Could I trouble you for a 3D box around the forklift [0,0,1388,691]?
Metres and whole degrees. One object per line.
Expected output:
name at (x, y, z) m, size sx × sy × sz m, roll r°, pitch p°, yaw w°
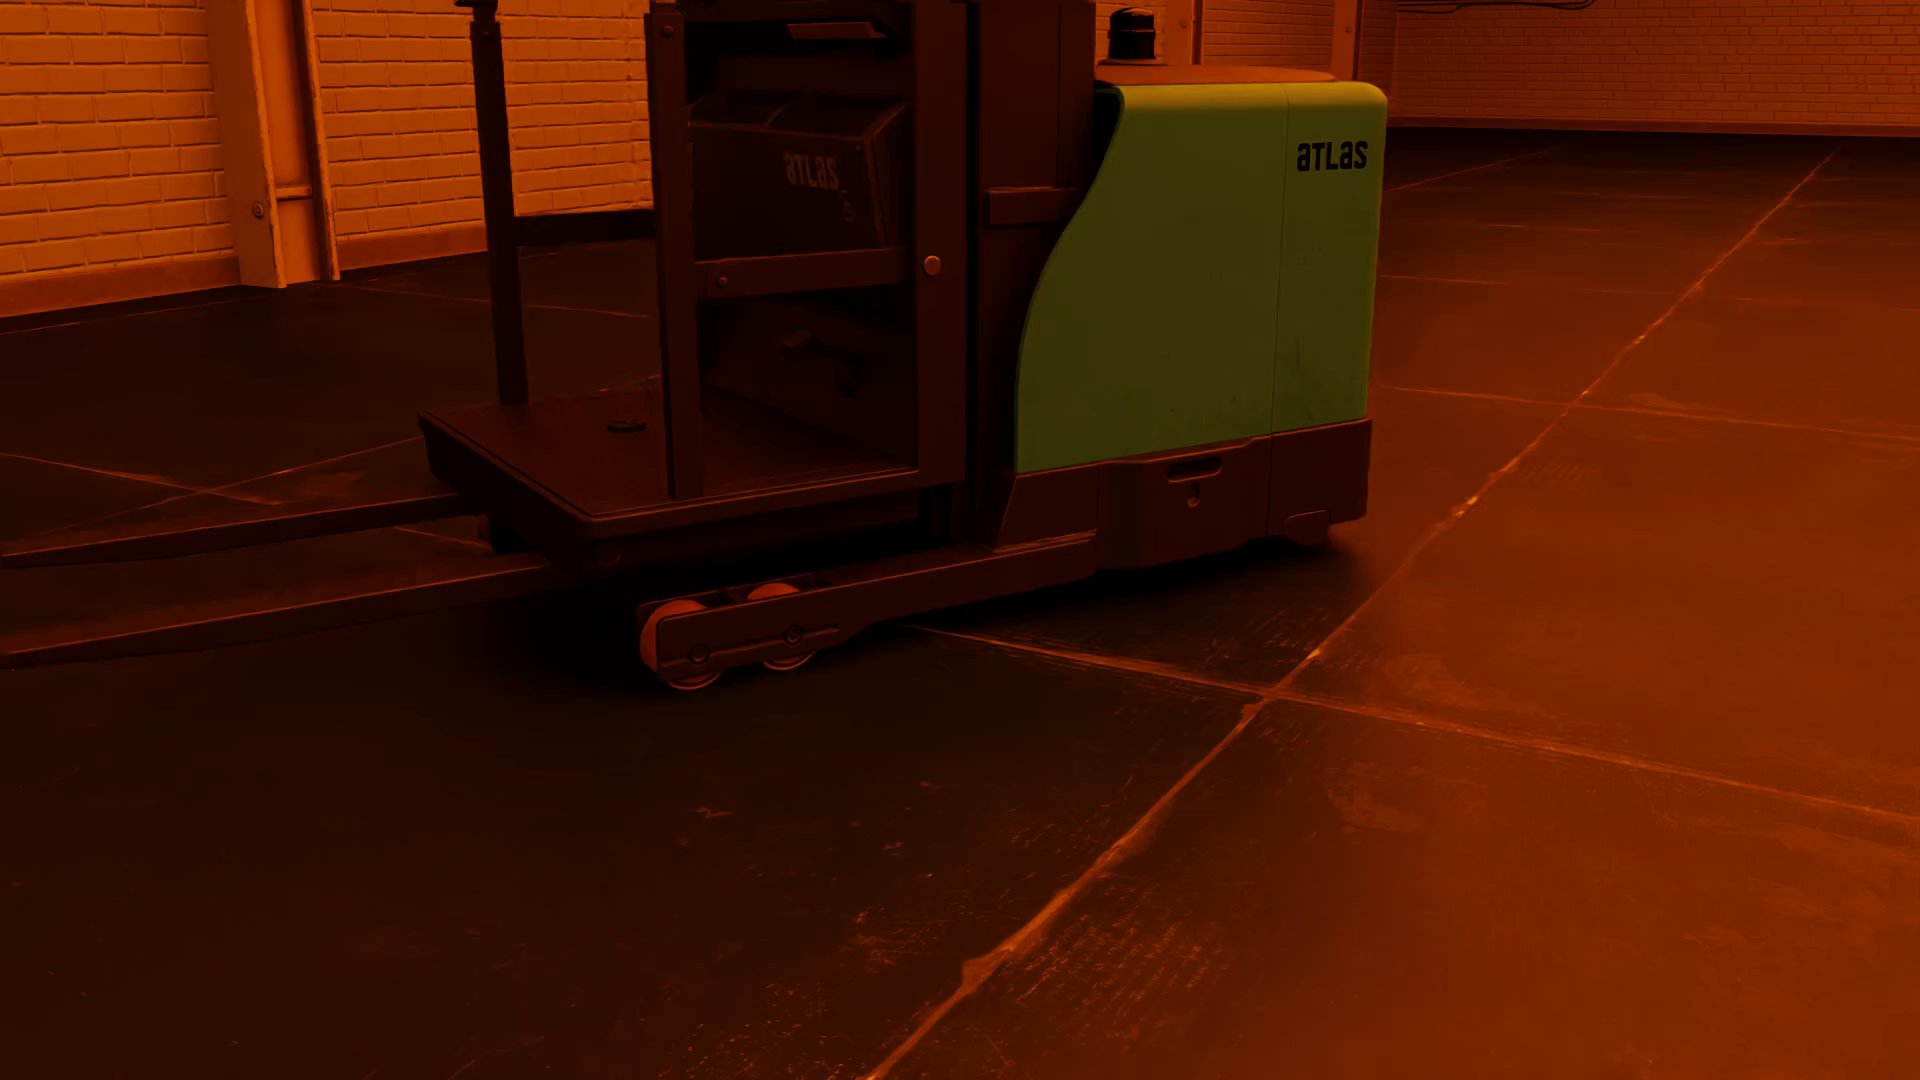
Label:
forklift at (-0.540, -1.296, 3.253) m, size 3.031 × 2.935 × 1.130 m, roll -10°, pitch 19°, yaw -31°
